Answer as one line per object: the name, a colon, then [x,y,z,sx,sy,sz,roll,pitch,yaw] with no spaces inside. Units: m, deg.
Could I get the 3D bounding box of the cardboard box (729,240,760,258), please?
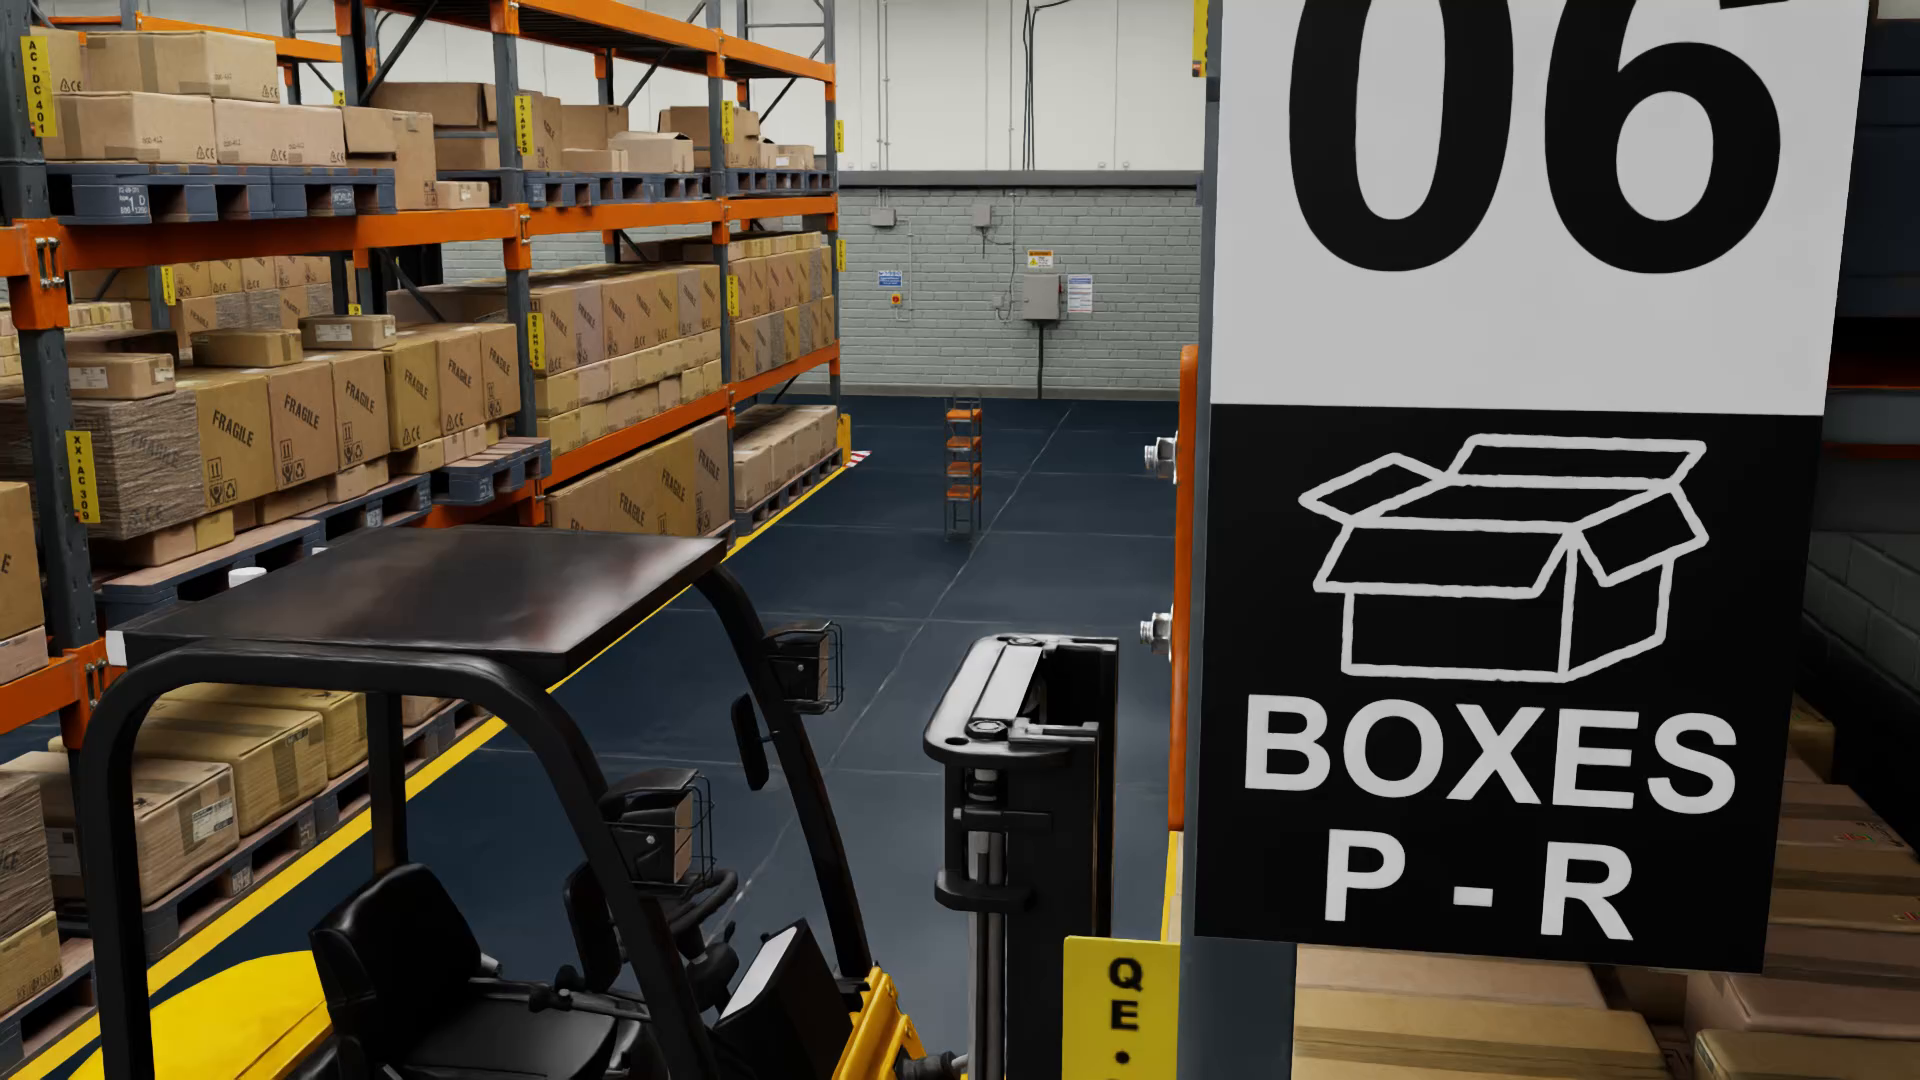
cardboard box: [-1.968,-2.550,14.553,0.380,0.149,0.250,2,12,8]

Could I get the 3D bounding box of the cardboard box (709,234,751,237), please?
cardboard box: [-2.240,-2.883,16.099,0.380,0.149,0.250,2,12,9]

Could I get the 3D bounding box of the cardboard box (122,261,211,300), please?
cardboard box: [-6.990,-2.388,14.636,0.500,0.500,0.500,2,12,10]

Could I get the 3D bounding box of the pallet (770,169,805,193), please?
pallet: [-2.067,-3.325,15.394,1.003,0.211,1.213,2,12,9]

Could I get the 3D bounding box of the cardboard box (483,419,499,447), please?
cardboard box: [-2.796,-0.595,9.234,0.380,0.149,0.250,2,12,10]

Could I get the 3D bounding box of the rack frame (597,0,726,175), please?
rack frame: [-2.393,-4.412,13.105,1.000,3.000,0.127,2,12,9]

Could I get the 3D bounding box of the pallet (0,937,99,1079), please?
pallet: [-3.692,1.690,5.650,1.003,0.211,1.213,2,12,9]

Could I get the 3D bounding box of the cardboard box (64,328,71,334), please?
cardboard box: [-7.284,-1.594,13.162,0.380,0.149,0.250,1,12,7]

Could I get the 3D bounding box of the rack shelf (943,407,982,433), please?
rack shelf: [0.025,-1.005,13.944,0.258,0.148,0.480,2,12,9]

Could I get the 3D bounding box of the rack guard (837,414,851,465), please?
rack guard: [-1.774,-1.095,17.888,1.175,0.500,0.348,2,12,9]

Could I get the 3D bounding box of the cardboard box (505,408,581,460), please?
cardboard box: [-2.685,-0.667,10.324,0.500,0.250,0.500,2,12,8]

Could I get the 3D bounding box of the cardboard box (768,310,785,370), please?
cardboard box: [-1.898,-1.825,15.106,0.500,0.500,0.500,2,12,9]

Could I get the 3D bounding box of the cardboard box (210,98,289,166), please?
cardboard box: [-3.061,-1.626,6.660,0.500,0.250,0.500,2,12,8]

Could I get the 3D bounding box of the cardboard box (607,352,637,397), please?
cardboard box: [-2.517,-1.126,11.268,0.500,0.250,0.500,2,12,8]

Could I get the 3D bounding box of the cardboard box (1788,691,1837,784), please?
cardboard box: [1.236,0.337,2.824,0.380,0.149,0.250,2,12,7]

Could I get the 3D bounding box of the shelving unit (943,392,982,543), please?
shelving unit: [0.025,-0.621,14.027,0.258,1.200,0.503,2,12,9]

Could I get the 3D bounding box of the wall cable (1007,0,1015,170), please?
wall cable: [-0.439,-6.413,22.390,2.355,3.000,0.029,2,12,9]

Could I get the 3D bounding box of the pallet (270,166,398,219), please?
pallet: [-3.267,-1.530,7.296,1.213,0.211,1.003,2,12,9]

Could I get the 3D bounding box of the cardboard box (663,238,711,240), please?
cardboard box: [-2.440,-2.618,14.871,0.380,0.149,0.250,2,12,8]

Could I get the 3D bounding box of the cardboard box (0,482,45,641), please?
cardboard box: [-3.446,0.092,5.501,0.500,0.500,0.500,2,12,7]

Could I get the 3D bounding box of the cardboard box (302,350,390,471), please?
cardboard box: [-3.034,-0.616,7.791,0.500,0.500,0.500,1,12,6]

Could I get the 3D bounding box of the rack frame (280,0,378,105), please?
rack frame: [-6.685,-5.384,17.616,1.000,3.000,0.127,2,12,9]

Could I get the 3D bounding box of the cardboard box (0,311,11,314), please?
cardboard box: [-7.332,-1.687,12.887,0.380,0.149,0.250,1,12,7]

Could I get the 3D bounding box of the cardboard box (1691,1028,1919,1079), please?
cardboard box: [0.929,0.604,1.586,0.380,0.149,0.250,2,12,8]

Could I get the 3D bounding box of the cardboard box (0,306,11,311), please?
cardboard box: [-7.894,-1.813,13.475,0.380,0.149,0.250,2,12,9]

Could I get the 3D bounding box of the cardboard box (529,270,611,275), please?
cardboard box: [-2.875,-1.724,12.260,0.500,0.500,0.500,2,12,7]

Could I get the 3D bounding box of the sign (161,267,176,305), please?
sign: [-6.751,-2.167,14.182,0.100,0.325,0.005,2,12,9]

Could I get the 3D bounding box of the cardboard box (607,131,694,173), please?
cardboard box: [-2.321,-2.917,12.504,0.500,0.311,0.500,2,12,9]

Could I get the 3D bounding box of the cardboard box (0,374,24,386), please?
cardboard box: [-3.704,-0.420,6.884,0.500,0.500,0.500,2,12,9]

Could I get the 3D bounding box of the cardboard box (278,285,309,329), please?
cardboard box: [-6.739,-2.227,16.265,0.500,0.500,0.500,3,12,11]

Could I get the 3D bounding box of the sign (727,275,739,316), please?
sign: [-1.856,-1.991,13.552,0.100,0.325,0.005,2,12,9]

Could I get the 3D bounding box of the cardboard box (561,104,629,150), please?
cardboard box: [-2.815,-3.026,12.559,0.500,0.500,0.500,2,12,8]

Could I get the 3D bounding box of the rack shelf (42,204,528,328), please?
rack shelf: [-3.316,-1.345,7.702,1.077,0.370,4.000,2,12,9]

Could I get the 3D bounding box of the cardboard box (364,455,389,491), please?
cardboard box: [-2.986,-0.328,7.995,0.380,0.149,0.250,1,12,7]

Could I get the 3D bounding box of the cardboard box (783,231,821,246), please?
cardboard box: [-1.635,-3.085,17.040,0.380,0.149,0.250,2,12,9]

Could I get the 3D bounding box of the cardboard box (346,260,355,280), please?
cardboard box: [-6.587,-2.926,17.132,0.500,0.500,0.500,1,12,7]

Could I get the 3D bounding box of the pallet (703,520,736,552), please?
pallet: [-2.437,0.047,13.274,1.003,0.211,1.213,2,12,9]

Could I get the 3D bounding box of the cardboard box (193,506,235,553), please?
cardboard box: [-3.179,-0.053,6.718,0.380,0.149,0.250,2,12,10]

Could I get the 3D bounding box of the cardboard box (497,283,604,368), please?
cardboard box: [-2.624,-1.383,10.678,0.500,0.500,0.500,2,12,9]

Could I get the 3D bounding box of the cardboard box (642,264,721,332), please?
cardboard box: [-2.214,-1.916,13.152,0.500,0.500,0.500,2,12,10]

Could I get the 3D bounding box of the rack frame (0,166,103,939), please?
rack frame: [-3.624,0.186,6.010,1.000,3.000,0.127,2,12,9]

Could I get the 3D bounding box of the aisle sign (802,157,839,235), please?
aisle sign: [-1.461,-3.588,17.350,0.394,0.787,0.004,2,12,9]

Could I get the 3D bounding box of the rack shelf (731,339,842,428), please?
rack shelf: [-2.086,-1.544,15.745,1.077,0.370,4.000,2,12,9]

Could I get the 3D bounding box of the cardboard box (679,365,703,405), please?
cardboard box: [-2.293,-1.198,12.790,0.500,0.250,0.500,2,12,8]

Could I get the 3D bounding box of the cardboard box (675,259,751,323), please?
cardboard box: [-2.081,-2.108,14.045,0.500,0.500,0.500,2,12,9]

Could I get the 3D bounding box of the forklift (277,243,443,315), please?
forklift: [-5.482,-1.723,15.033,3.031,2.935,1.130,3,13,14]

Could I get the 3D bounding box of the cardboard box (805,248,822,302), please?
cardboard box: [-1.668,-2.632,16.474,0.500,0.500,0.500,2,12,9]

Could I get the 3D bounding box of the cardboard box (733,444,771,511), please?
cardboard box: [-2.191,-0.559,14.553,0.875,0.438,0.875,2,12,8]

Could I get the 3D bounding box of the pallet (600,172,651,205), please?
pallet: [-2.793,-2.389,11.288,1.003,0.211,1.213,2,12,11]

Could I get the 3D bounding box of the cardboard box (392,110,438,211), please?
cardboard box: [-3.164,-1.965,8.633,0.700,0.500,0.500,2,12,9]

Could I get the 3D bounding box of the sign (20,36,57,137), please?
sign: [-3.086,-1.517,5.565,0.100,0.325,0.005,2,12,9]

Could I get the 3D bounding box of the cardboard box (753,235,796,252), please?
cardboard box: [-1.777,-2.818,15.799,0.380,0.149,0.250,2,12,10]

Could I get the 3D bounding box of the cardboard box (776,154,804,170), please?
cardboard box: [-1.744,-3.723,16.392,0.380,0.149,0.250,1,12,4]

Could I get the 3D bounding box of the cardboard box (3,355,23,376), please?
cardboard box: [-7.363,-1.341,12.694,0.380,0.149,0.250,2,12,11]

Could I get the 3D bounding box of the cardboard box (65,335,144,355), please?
cardboard box: [-3.683,-0.778,7.003,0.380,0.149,0.250,2,12,7]
